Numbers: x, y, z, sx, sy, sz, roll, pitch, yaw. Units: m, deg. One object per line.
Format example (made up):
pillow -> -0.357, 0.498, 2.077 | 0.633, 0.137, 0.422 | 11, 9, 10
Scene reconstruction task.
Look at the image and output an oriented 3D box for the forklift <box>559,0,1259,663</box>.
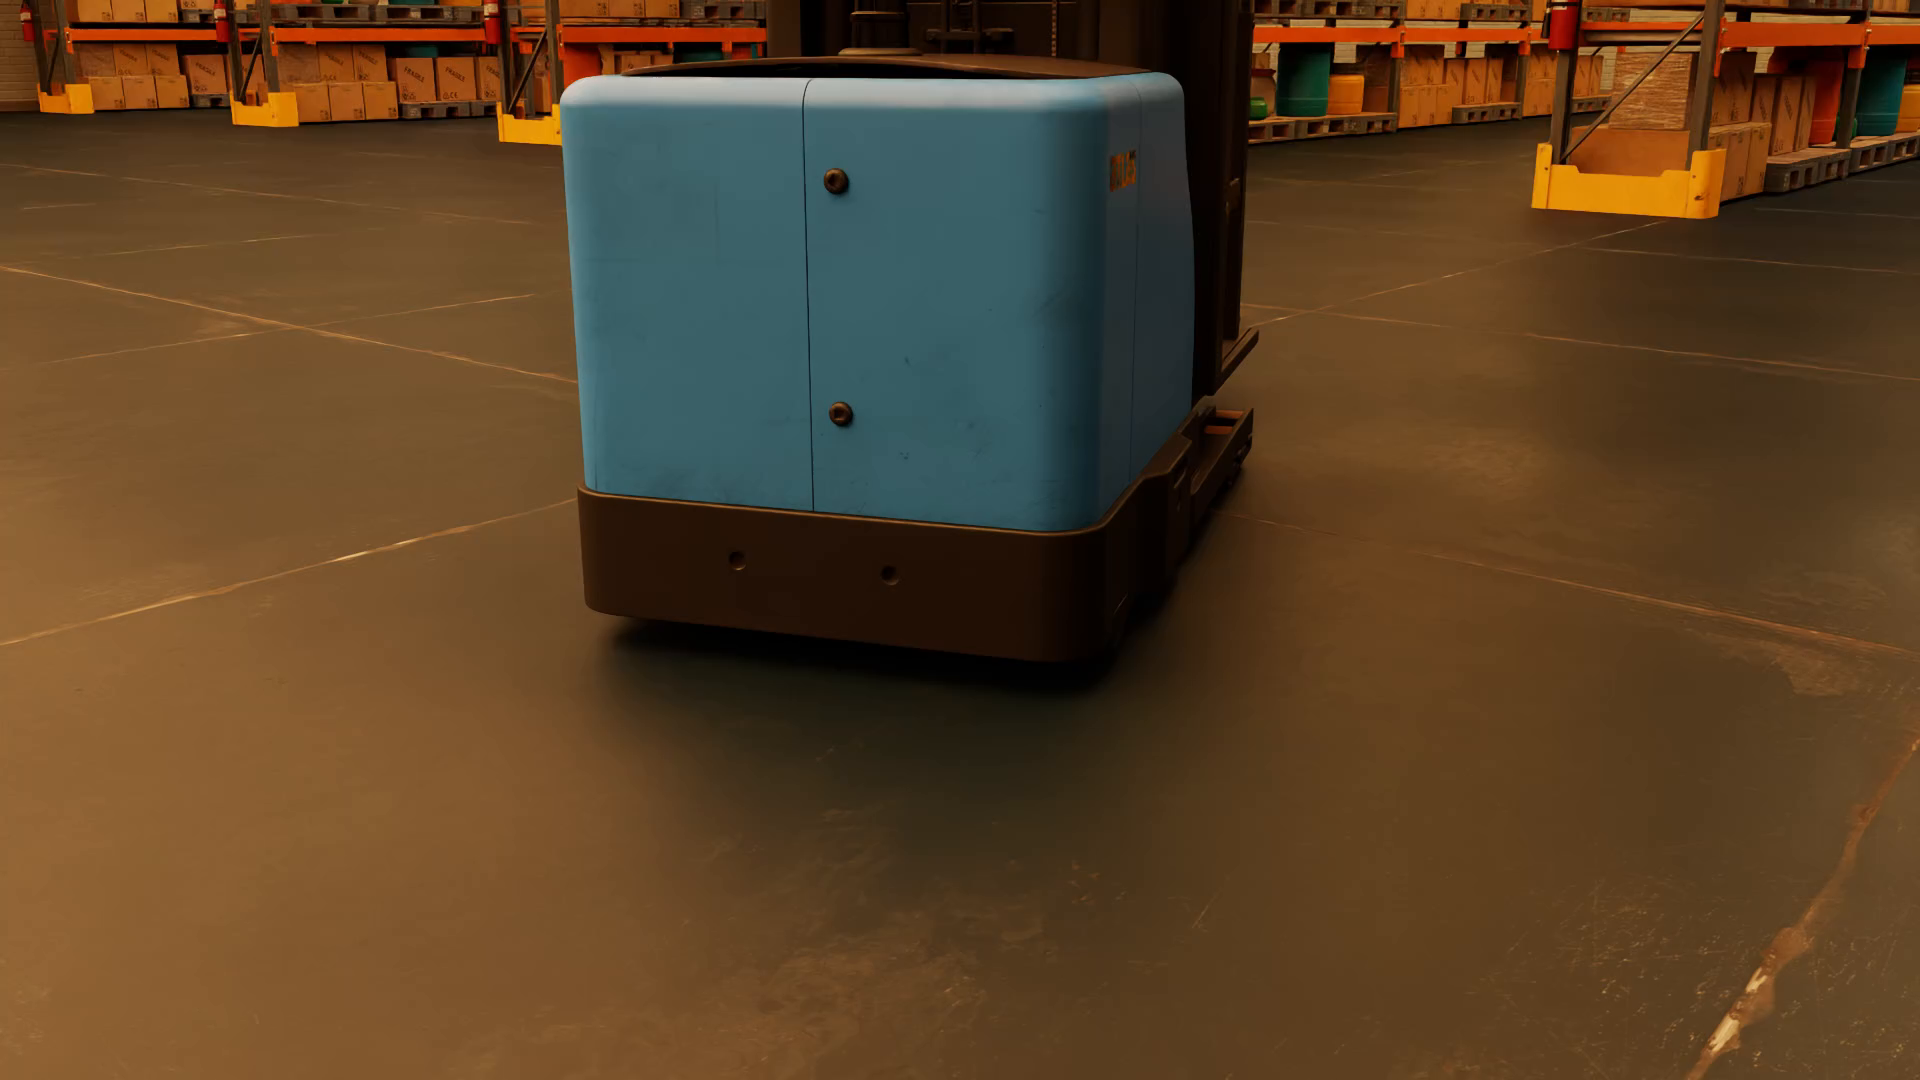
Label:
forklift -> 0.182, -1.571, 4.072 | 1.130, 2.935, 3.031 | 5, 18, 17
